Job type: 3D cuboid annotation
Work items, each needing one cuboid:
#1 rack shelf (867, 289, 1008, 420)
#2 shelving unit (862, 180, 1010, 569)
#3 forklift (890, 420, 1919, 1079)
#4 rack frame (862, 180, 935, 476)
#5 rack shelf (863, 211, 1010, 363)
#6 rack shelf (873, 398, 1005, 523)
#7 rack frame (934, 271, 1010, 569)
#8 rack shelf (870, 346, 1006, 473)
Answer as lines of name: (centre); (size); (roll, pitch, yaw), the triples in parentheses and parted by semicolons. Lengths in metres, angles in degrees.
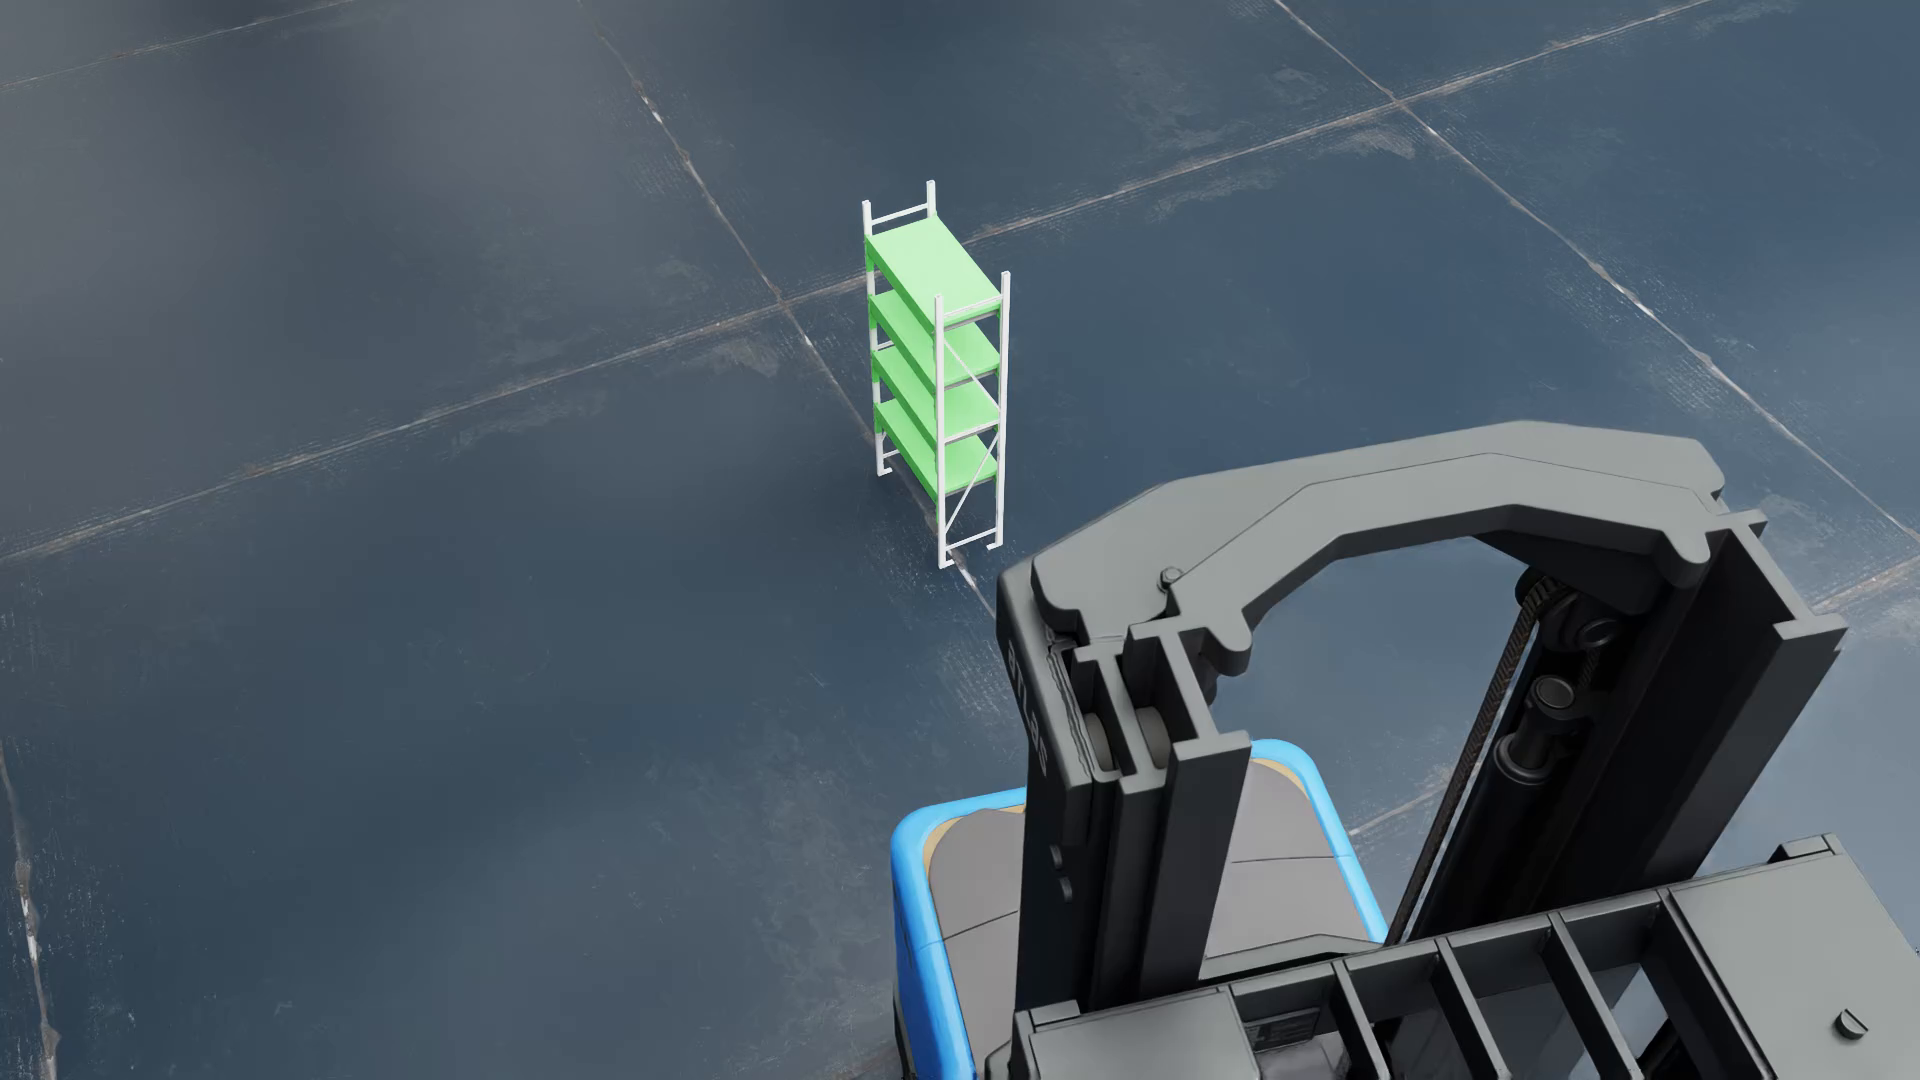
rack shelf: (-0.076, -0.622, 5.263); (0.258, 0.148, 0.480); (-21, 52, -18)
shelving unit: (-0.076, -0.506, 5.395); (0.258, 1.200, 0.503); (-21, 52, -18)
forklift: (0.659, 1.364, 2.610); (1.130, 2.935, 3.031); (-10, 50, -9)
rack frame: (-0.187, -0.669, 5.538); (0.240, 1.200, 0.015); (-21, 52, -18)
rack shelf: (-0.076, -0.780, 5.082); (0.258, 0.148, 0.480); (-21, 52, -18)
rack shelf: (-0.076, -0.306, 5.624); (0.258, 0.148, 0.480); (-21, 52, -18)
rack frame: (0.036, -0.342, 5.252); (0.240, 1.200, 0.015); (-21, 52, -18)
rack shelf: (-0.076, -0.464, 5.443); (0.258, 0.148, 0.480); (-21, 52, -18)
